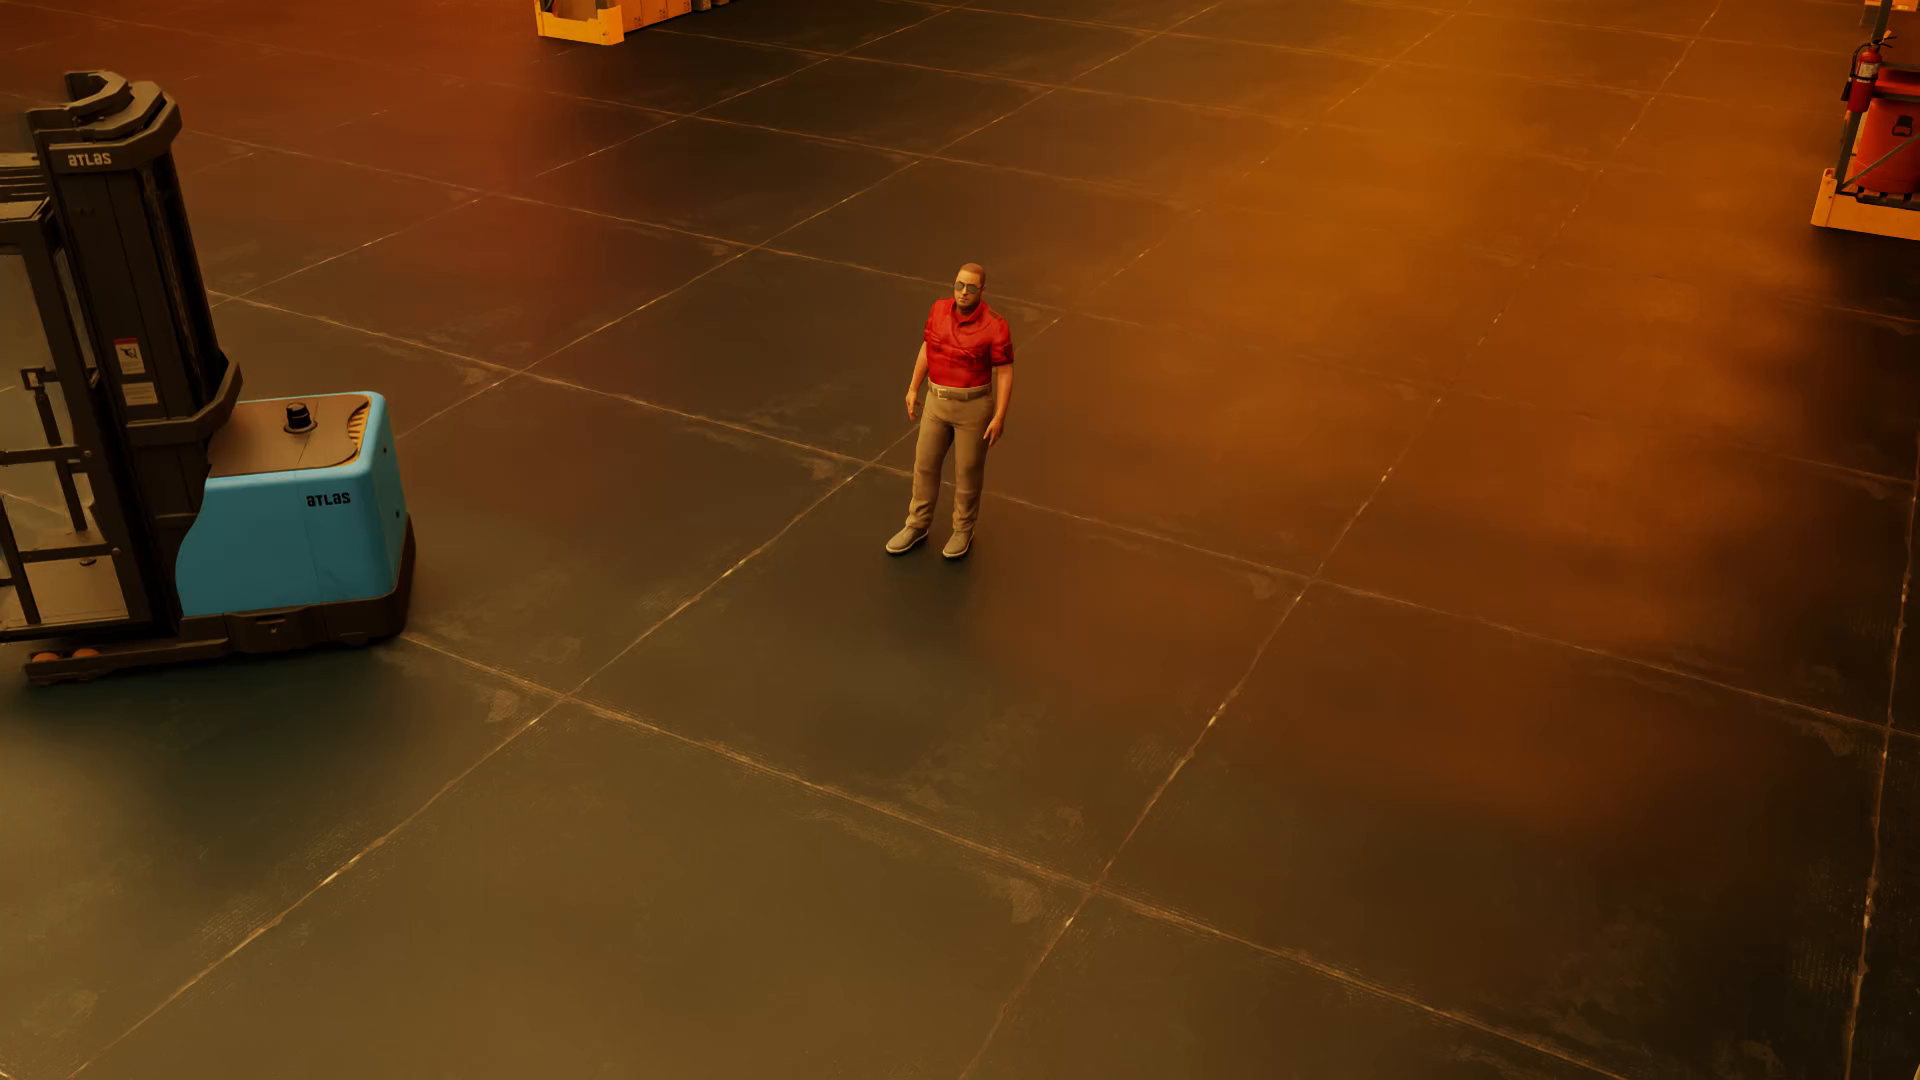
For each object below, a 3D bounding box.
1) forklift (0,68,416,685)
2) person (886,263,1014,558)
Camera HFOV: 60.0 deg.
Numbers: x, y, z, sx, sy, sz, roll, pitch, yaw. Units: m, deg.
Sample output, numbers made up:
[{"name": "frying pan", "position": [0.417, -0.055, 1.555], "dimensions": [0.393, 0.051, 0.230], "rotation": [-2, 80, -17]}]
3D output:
[{"name": "forklift", "position": [-4.597, -0.801, 8.458], "dimensions": [3.031, 2.935, 1.130], "rotation": [-6, 31, -10]}, {"name": "person", "position": [-0.054, -0.718, 9.505], "dimensions": [0.640, 1.727, 0.551], "rotation": [15, 33, 25]}]
